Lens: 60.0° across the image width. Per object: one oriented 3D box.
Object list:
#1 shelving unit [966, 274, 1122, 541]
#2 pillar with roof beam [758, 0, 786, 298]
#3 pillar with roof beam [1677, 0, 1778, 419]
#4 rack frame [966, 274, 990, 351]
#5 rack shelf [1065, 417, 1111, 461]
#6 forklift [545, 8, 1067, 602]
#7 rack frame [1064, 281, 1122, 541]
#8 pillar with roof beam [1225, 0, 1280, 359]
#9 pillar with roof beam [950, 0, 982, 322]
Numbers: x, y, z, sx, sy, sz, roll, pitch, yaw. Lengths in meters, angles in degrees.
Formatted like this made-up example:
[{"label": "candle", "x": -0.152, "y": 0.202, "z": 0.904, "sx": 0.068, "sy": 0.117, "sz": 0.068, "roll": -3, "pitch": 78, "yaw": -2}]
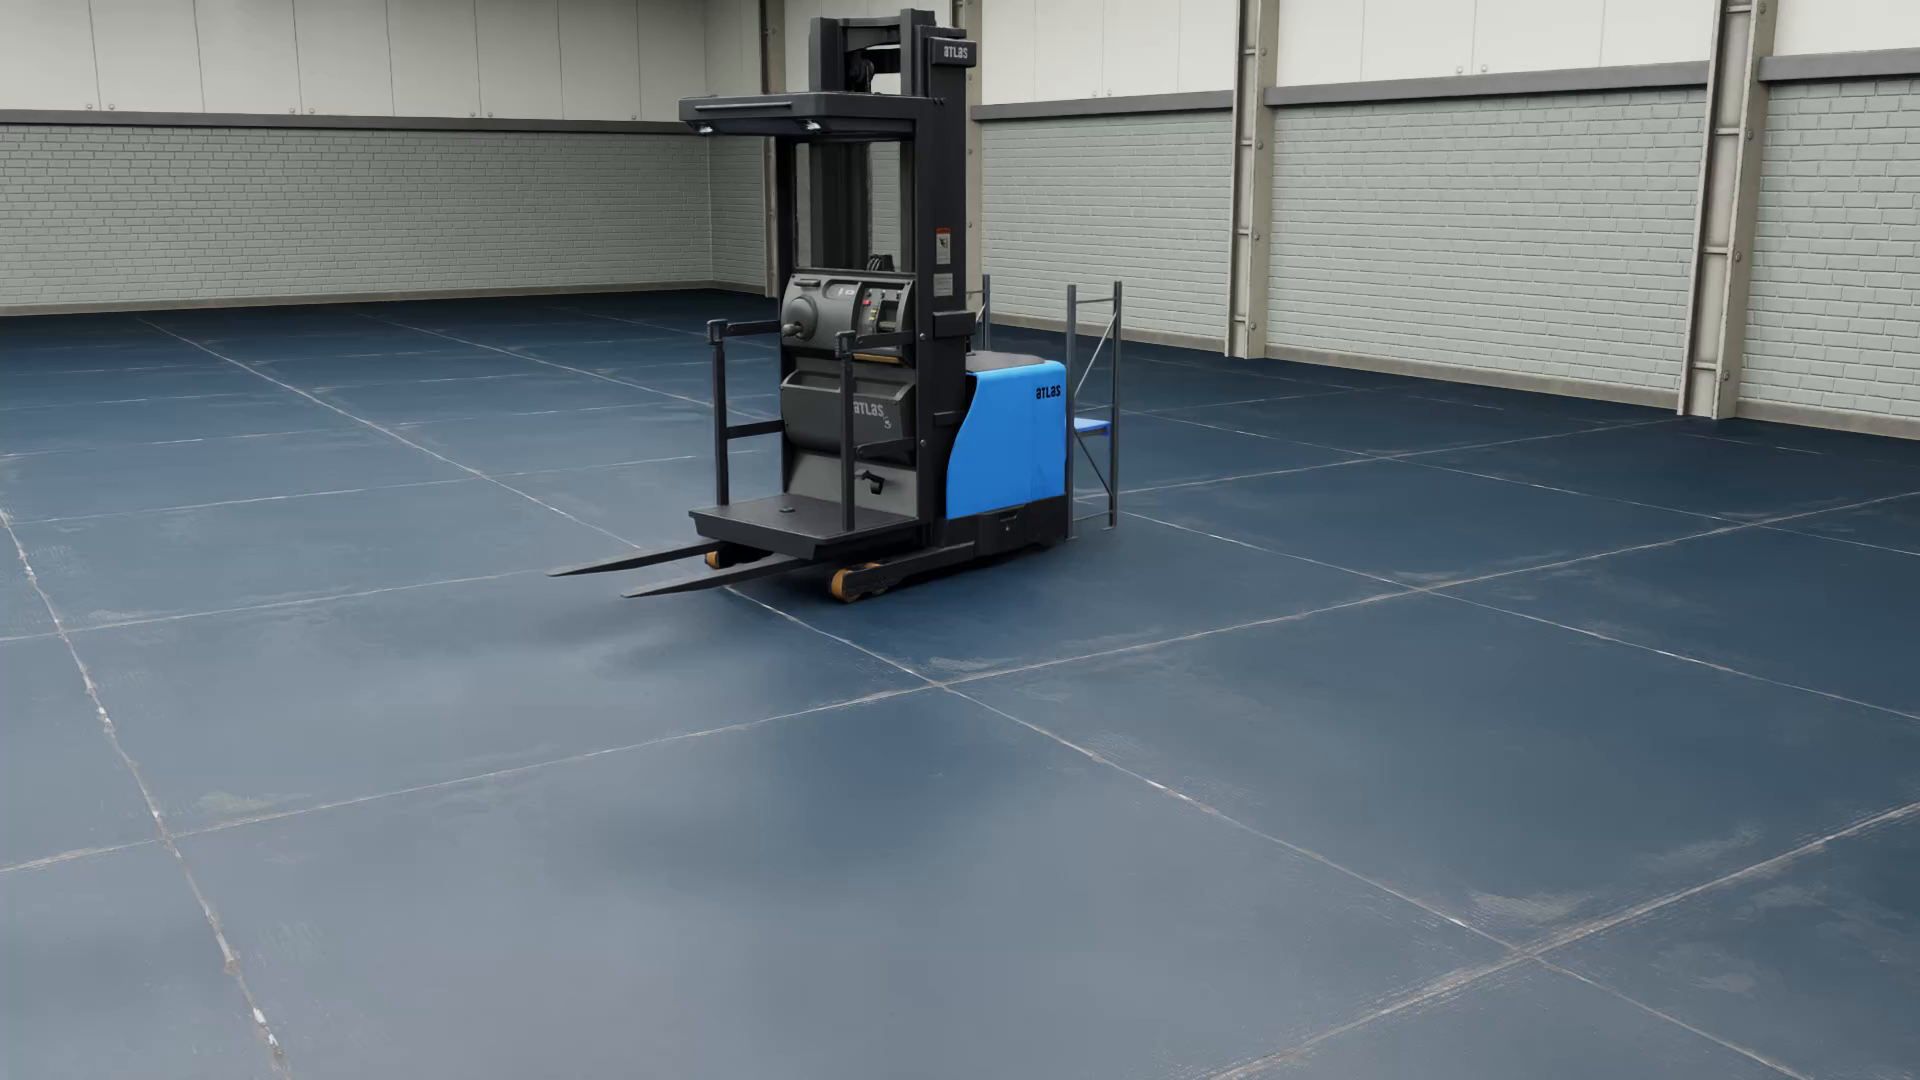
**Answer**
[{"label": "shelving unit", "x": 0.403, "y": -0.840, "z": 10.191, "sx": 1.048, "sy": 1.500, "sz": 0.538, "roll": 10, "pitch": 16, "yaw": 39}, {"label": "pillar with roof beam", "x": -6.824, "y": -8.211, "z": 26.344, "sx": 9.100, "sy": 9.000, "sz": 0.400, "roll": -8, "pitch": 15, "yaw": -33}, {"label": "pillar with roof beam", "x": 3.149, "y": -5.010, "z": 11.705, "sx": 9.100, "sy": 9.000, "sz": 0.400, "roll": -8, "pitch": 15, "yaw": -33}, {"label": "rack frame", "x": 0.017, "y": -0.910, "z": 10.513, "sx": 0.032, "sy": 1.500, "sz": 0.500, "roll": 10, "pitch": 16, "yaw": 39}, {"label": "rack shelf", "x": 0.403, "y": -0.664, "z": 10.229, "sx": 1.000, "sy": 0.185, "sz": 0.538, "roll": 10, "pitch": 16, "yaw": 39}, {"label": "forklift", "x": -0.747, "y": -1.241, "z": 8.675, "sx": 1.130, "sy": 2.935, "sz": 3.031, "roll": 11, "pitch": 17, "yaw": 41}, {"label": "rack frame", "x": 0.790, "y": -0.769, "z": 9.868, "sx": 0.032, "sy": 1.500, "sz": 0.500, "roll": 10, "pitch": 16, "yaw": 39}, {"label": "pillar with roof beam", "x": -0.175, "y": -6.077, "z": 16.585, "sx": 9.100, "sy": 9.000, "sz": 0.400, "roll": -8, "pitch": 15, "yaw": -33}, {"label": "pillar with roof beam", "x": -3.500, "y": -7.144, "z": 21.465, "sx": 9.100, "sy": 9.000, "sz": 0.400, "roll": -8, "pitch": 15, "yaw": -33}]
